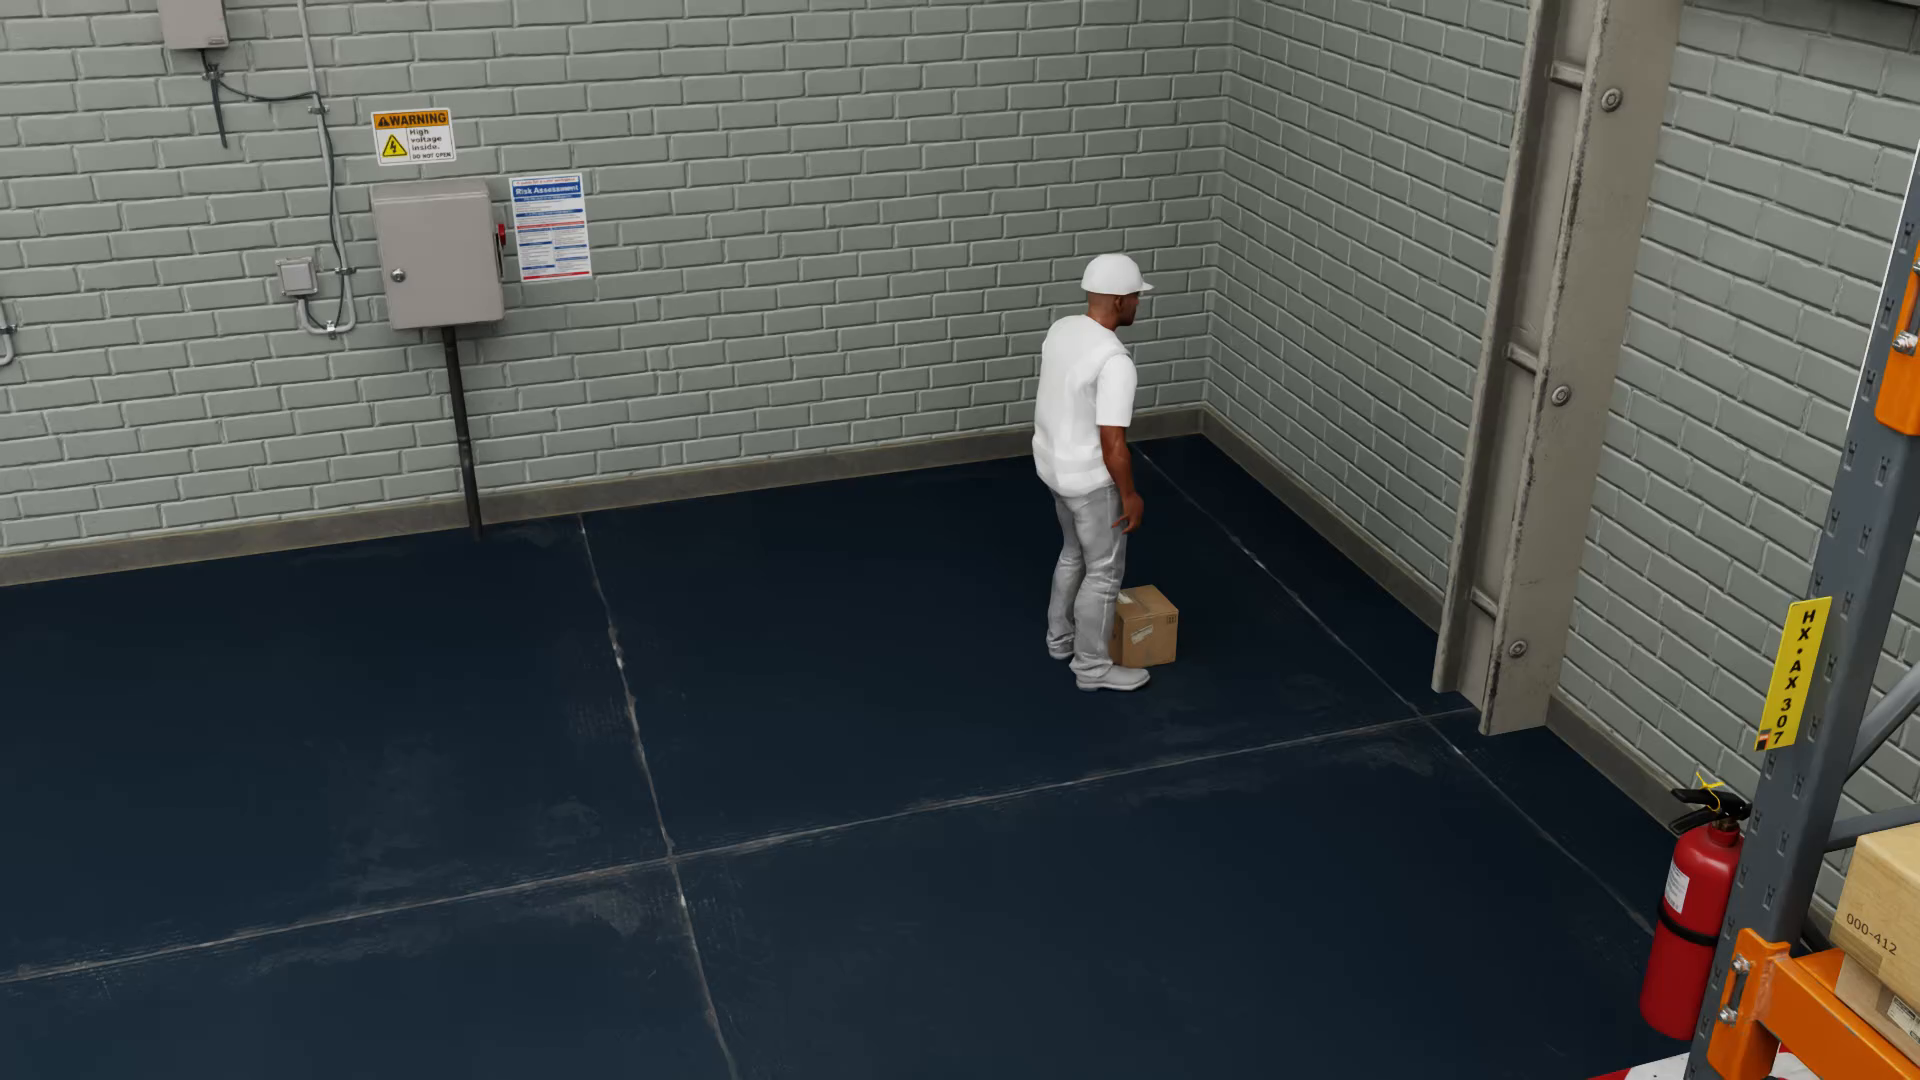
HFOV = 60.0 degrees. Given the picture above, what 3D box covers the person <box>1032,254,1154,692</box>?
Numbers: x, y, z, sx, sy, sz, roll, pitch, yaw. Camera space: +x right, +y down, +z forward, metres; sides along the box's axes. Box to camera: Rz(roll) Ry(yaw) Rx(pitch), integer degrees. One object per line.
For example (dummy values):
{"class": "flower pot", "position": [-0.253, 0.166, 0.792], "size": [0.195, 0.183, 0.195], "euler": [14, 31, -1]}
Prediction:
{"class": "person", "position": [0.534, -0.274, 6.654], "size": [0.454, 1.757, 0.635], "euler": [-10, 28, -19]}
